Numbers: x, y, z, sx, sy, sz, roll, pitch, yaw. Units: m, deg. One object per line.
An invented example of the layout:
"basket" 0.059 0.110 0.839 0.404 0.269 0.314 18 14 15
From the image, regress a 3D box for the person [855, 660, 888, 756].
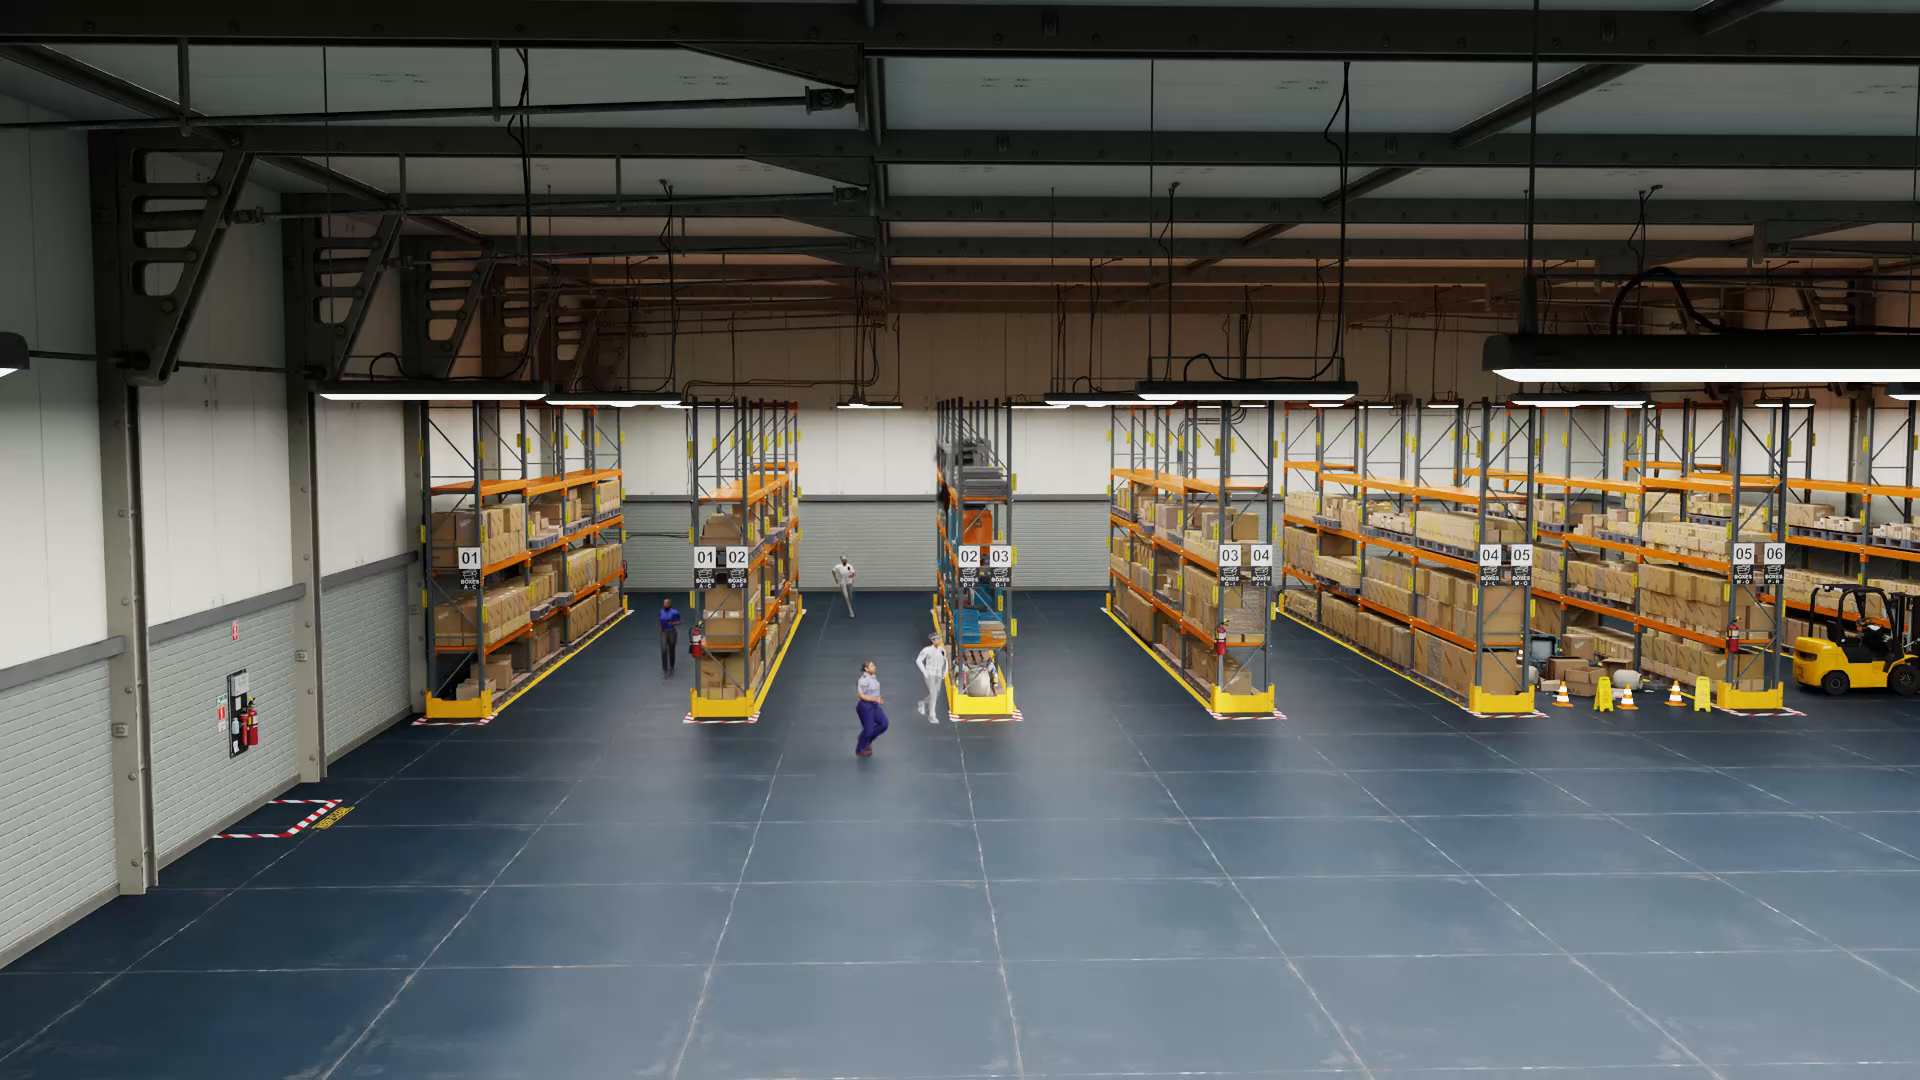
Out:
"person" -1.468 2.786 27.570 0.575 1.597 0.579 2 5 22

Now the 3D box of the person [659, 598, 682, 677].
"person" -6.316 2.110 36.215 0.553 1.713 0.799 0 4 0

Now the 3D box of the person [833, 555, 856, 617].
"person" -3.241 1.267 46.760 0.615 1.719 0.850 -1 5 -16

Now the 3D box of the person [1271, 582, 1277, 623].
"person" 7.973 1.622 43.097 0.536 1.565 0.651 -1 4 -7

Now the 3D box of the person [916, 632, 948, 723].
"person" -0.507 2.527 30.855 0.641 1.672 0.621 -3 5 -35
